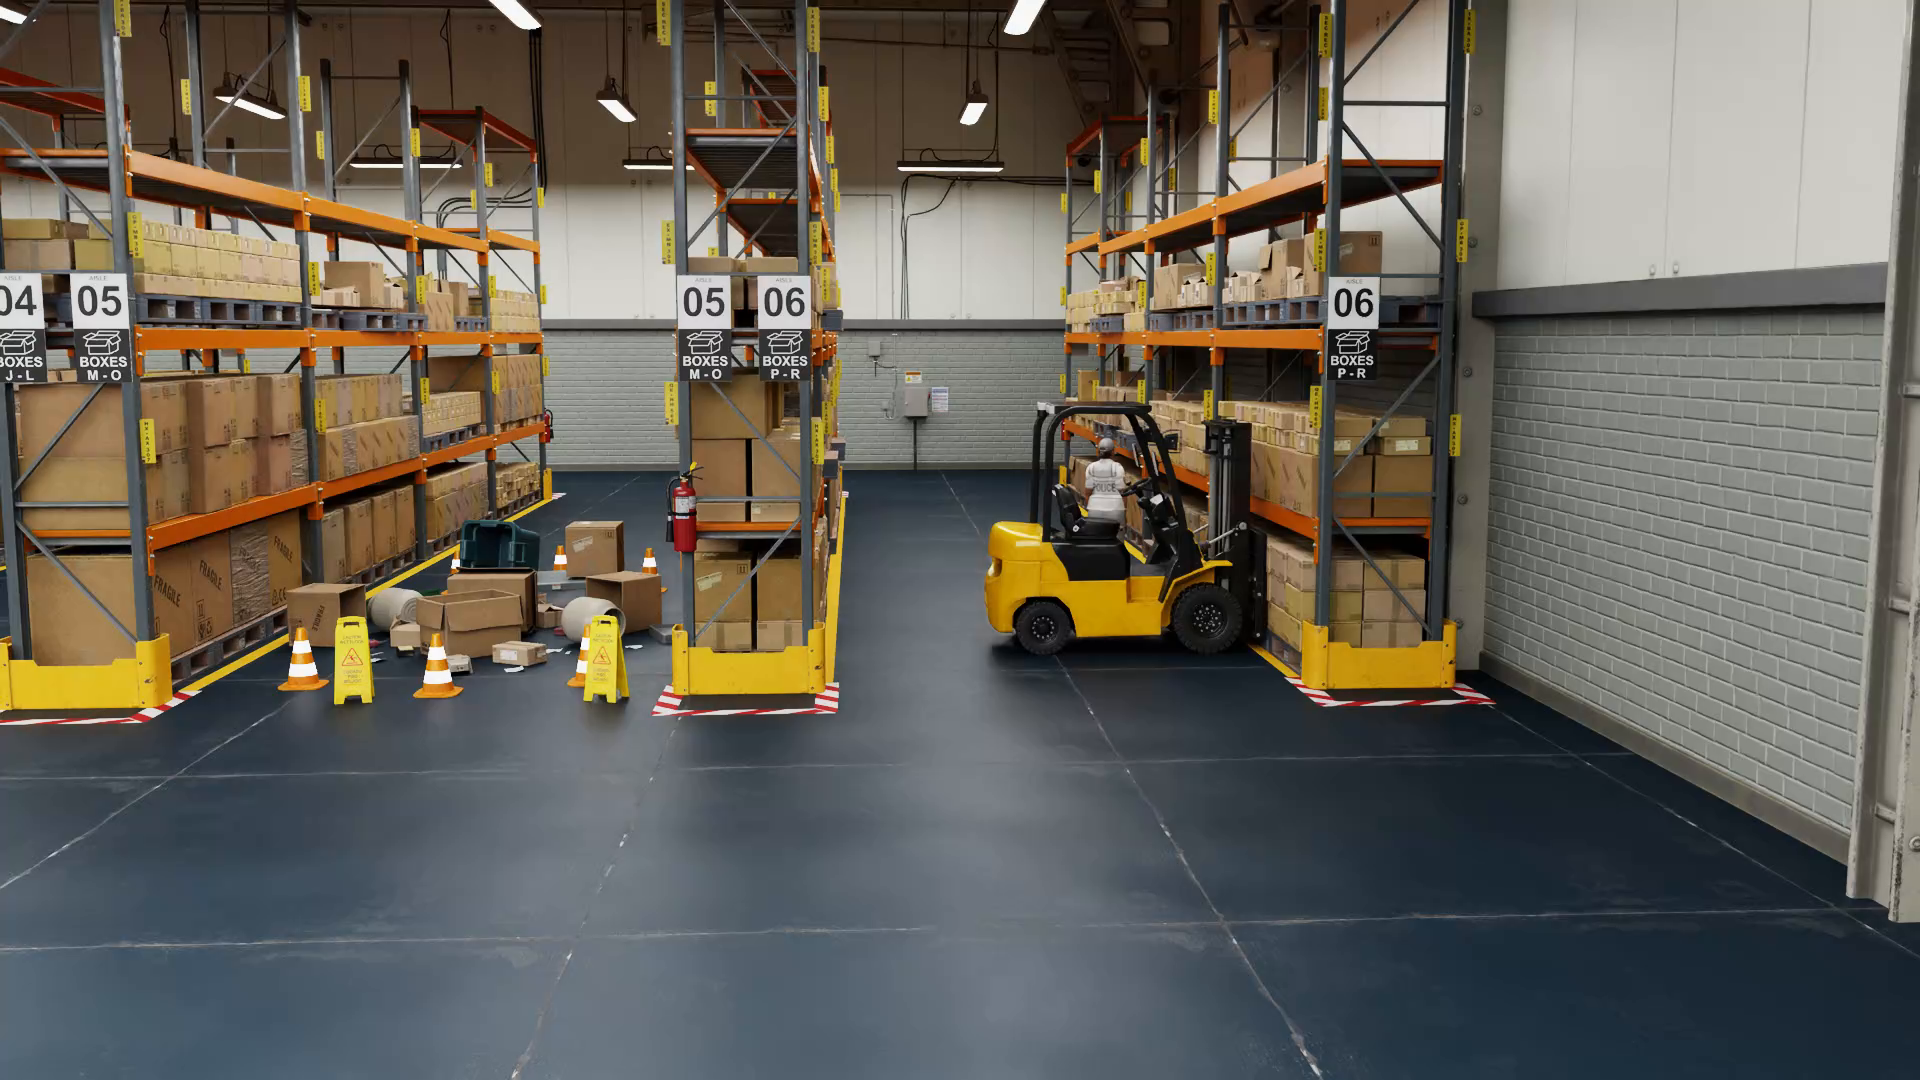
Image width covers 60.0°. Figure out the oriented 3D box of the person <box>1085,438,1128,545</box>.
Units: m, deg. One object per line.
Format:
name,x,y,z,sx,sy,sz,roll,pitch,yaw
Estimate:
person,1.595,-0.268,17.943,0.481,1.667,0.388,3,7,20
